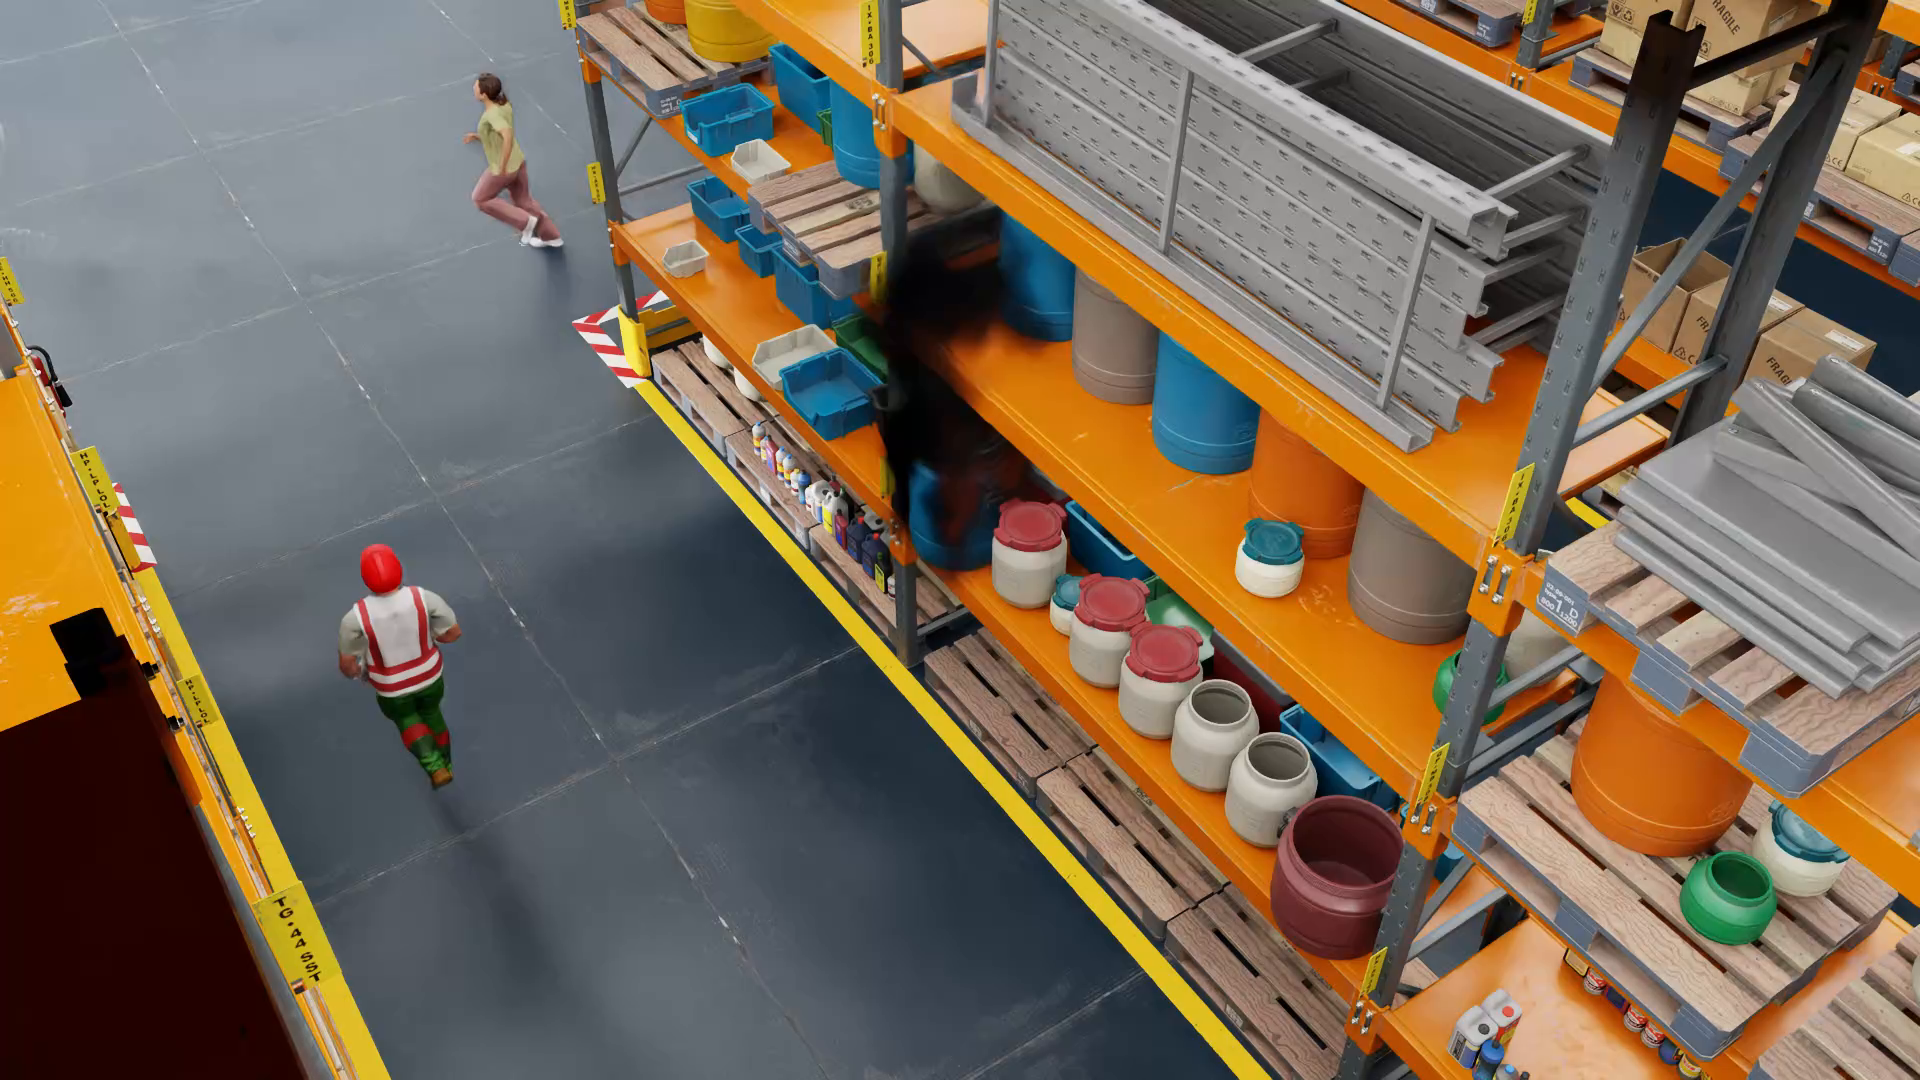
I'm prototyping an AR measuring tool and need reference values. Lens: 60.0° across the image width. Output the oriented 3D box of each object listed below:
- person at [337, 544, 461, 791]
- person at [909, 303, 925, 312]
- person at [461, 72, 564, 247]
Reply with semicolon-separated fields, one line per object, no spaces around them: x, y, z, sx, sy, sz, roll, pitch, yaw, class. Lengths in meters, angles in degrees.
-3.025;0.790;9.185;0.657;1.772;0.674;-20;46;-21;person
-0.543;-2.620;13.346;0.845;1.721;0.585;34;52;31;person
-3.823;-3.135;13.958;0.718;1.623;0.600;5;43;5;person
